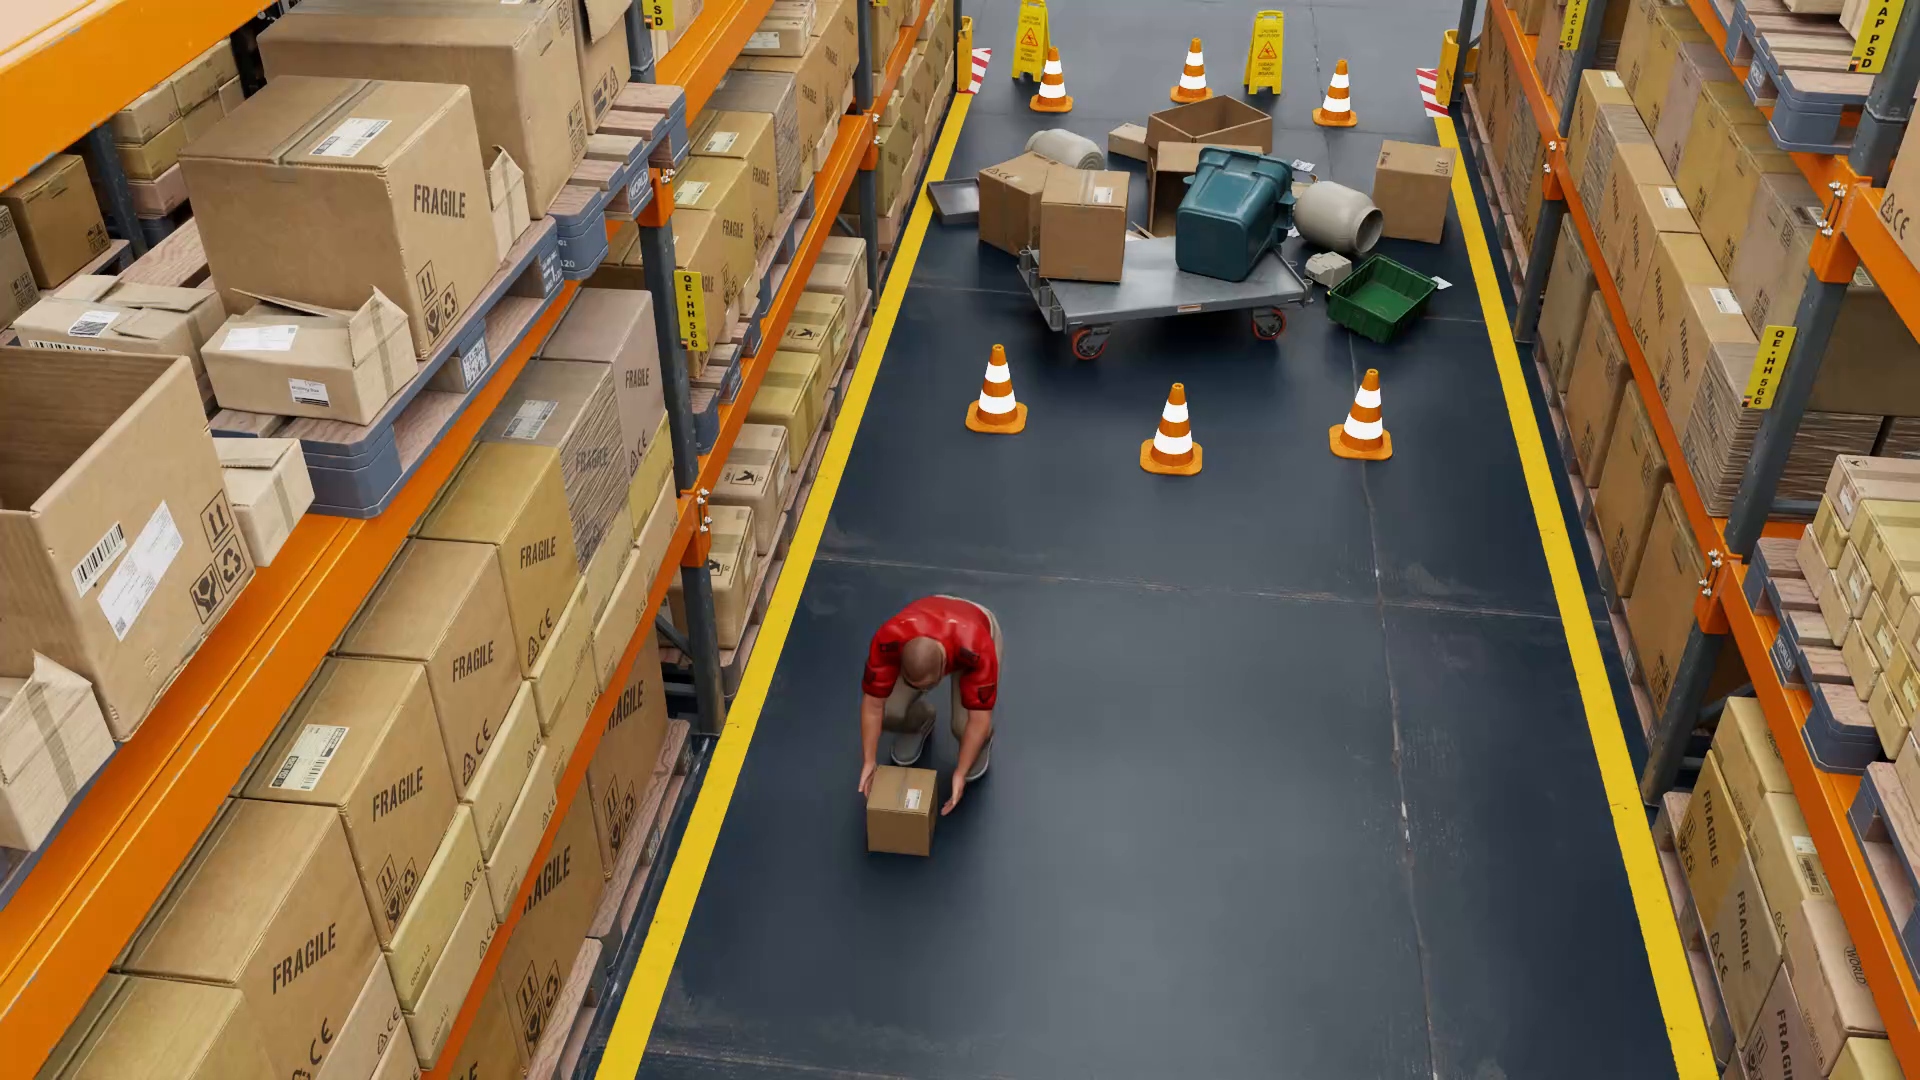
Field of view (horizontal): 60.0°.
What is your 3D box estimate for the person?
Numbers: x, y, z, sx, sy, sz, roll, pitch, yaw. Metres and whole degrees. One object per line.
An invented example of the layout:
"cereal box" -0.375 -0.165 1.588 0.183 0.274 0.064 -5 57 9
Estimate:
"person" -0.088 0.628 6.865 0.566 0.940 0.897 11 37 15
